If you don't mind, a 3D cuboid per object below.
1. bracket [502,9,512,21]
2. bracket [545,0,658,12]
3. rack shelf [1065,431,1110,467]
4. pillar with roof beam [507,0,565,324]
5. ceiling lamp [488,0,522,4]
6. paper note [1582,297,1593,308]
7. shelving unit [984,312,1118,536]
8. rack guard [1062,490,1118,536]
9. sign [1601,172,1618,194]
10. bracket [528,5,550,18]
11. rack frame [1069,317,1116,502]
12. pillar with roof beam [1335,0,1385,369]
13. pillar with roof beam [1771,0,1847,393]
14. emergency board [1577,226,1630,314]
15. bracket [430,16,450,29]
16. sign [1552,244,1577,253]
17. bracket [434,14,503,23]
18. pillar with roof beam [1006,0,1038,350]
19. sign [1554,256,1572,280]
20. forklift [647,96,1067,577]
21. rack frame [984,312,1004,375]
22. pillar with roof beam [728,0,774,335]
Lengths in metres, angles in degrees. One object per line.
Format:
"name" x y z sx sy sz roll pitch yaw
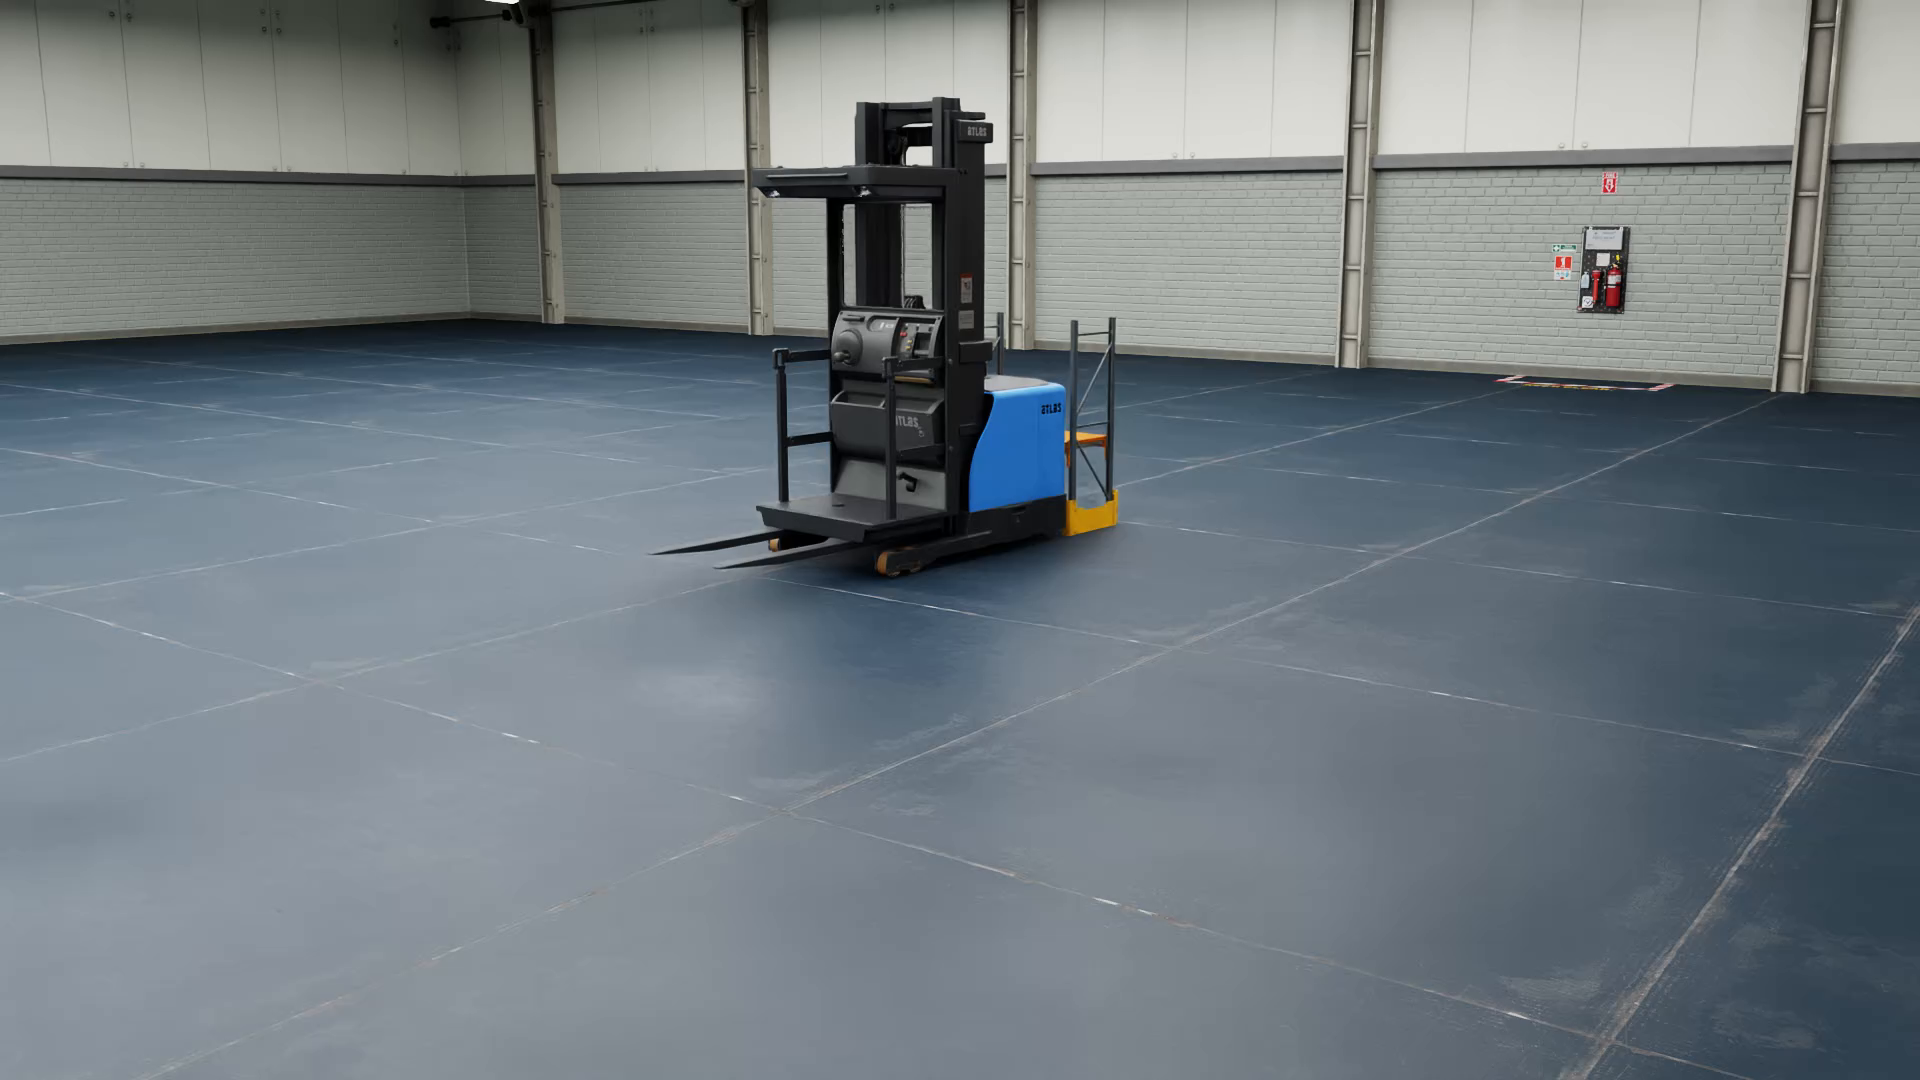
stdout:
"bracket" -9.190 -10.792 34.144 0.430 0.232 0.235 8 13 36
"bracket" -6.444 -10.409 32.164 4.783 0.066 0.076 8 13 36
"rack shelf" 0.545 -0.699 12.139 1.000 0.185 0.538 9 14 39
"pillar with roof beam" -11.193 -8.373 31.118 0.548 9.000 9.100 8 13 36
"ceiling lamp" -8.467 -10.704 27.800 0.800 3.185 2.000 8 13 36
"paper note" 8.628 -3.270 22.855 0.142 0.148 0.016 8 13 36
"shelving unit" 0.552 -0.874 12.099 1.083 1.500 0.587 9 14 39
"rack guard" 0.934 -0.200 11.904 0.087 0.250 0.587 9 14 39
"sign" 8.782 -4.826 22.477 0.199 0.298 0.001 8 13 36
"bracket" -8.521 -10.698 33.661 0.430 0.232 0.235 8 13 36
"rack frame" 0.935 -0.813 11.785 0.032 1.500 0.500 9 14 39
"pillar with roof beam" 3.315 -6.349 20.658 0.400 9.000 9.100 8 13 36
"pillar with roof beam" 8.151 -5.675 17.171 0.400 9.000 9.100 8 13 36
"emergency board" 8.730 -3.672 22.614 0.643 1.169 0.194 8 13 36
"bracket" -11.100 -11.058 35.521 0.430 0.232 0.235 8 13 36
"sign" 8.344 -4.026 22.954 0.331 0.109 0.001 8 13 36
"bracket" -10.624 -10.992 35.178 3.189 0.066 0.076 8 13 36
"pillar with roof beam" -1.521 -7.024 24.145 0.400 9.000 9.100 8 13 36
"sign" 8.345 -3.768 23.014 0.234 0.329 0.001 8 13 36
"forklift" -0.617 -1.315 10.612 1.130 2.935 3.031 10 15 41
"rack frame" 0.155 -0.937 12.426 0.032 1.500 0.500 9 14 39
"pillar with roof beam" -6.357 -7.699 27.632 0.548 9.000 9.100 8 13 36
